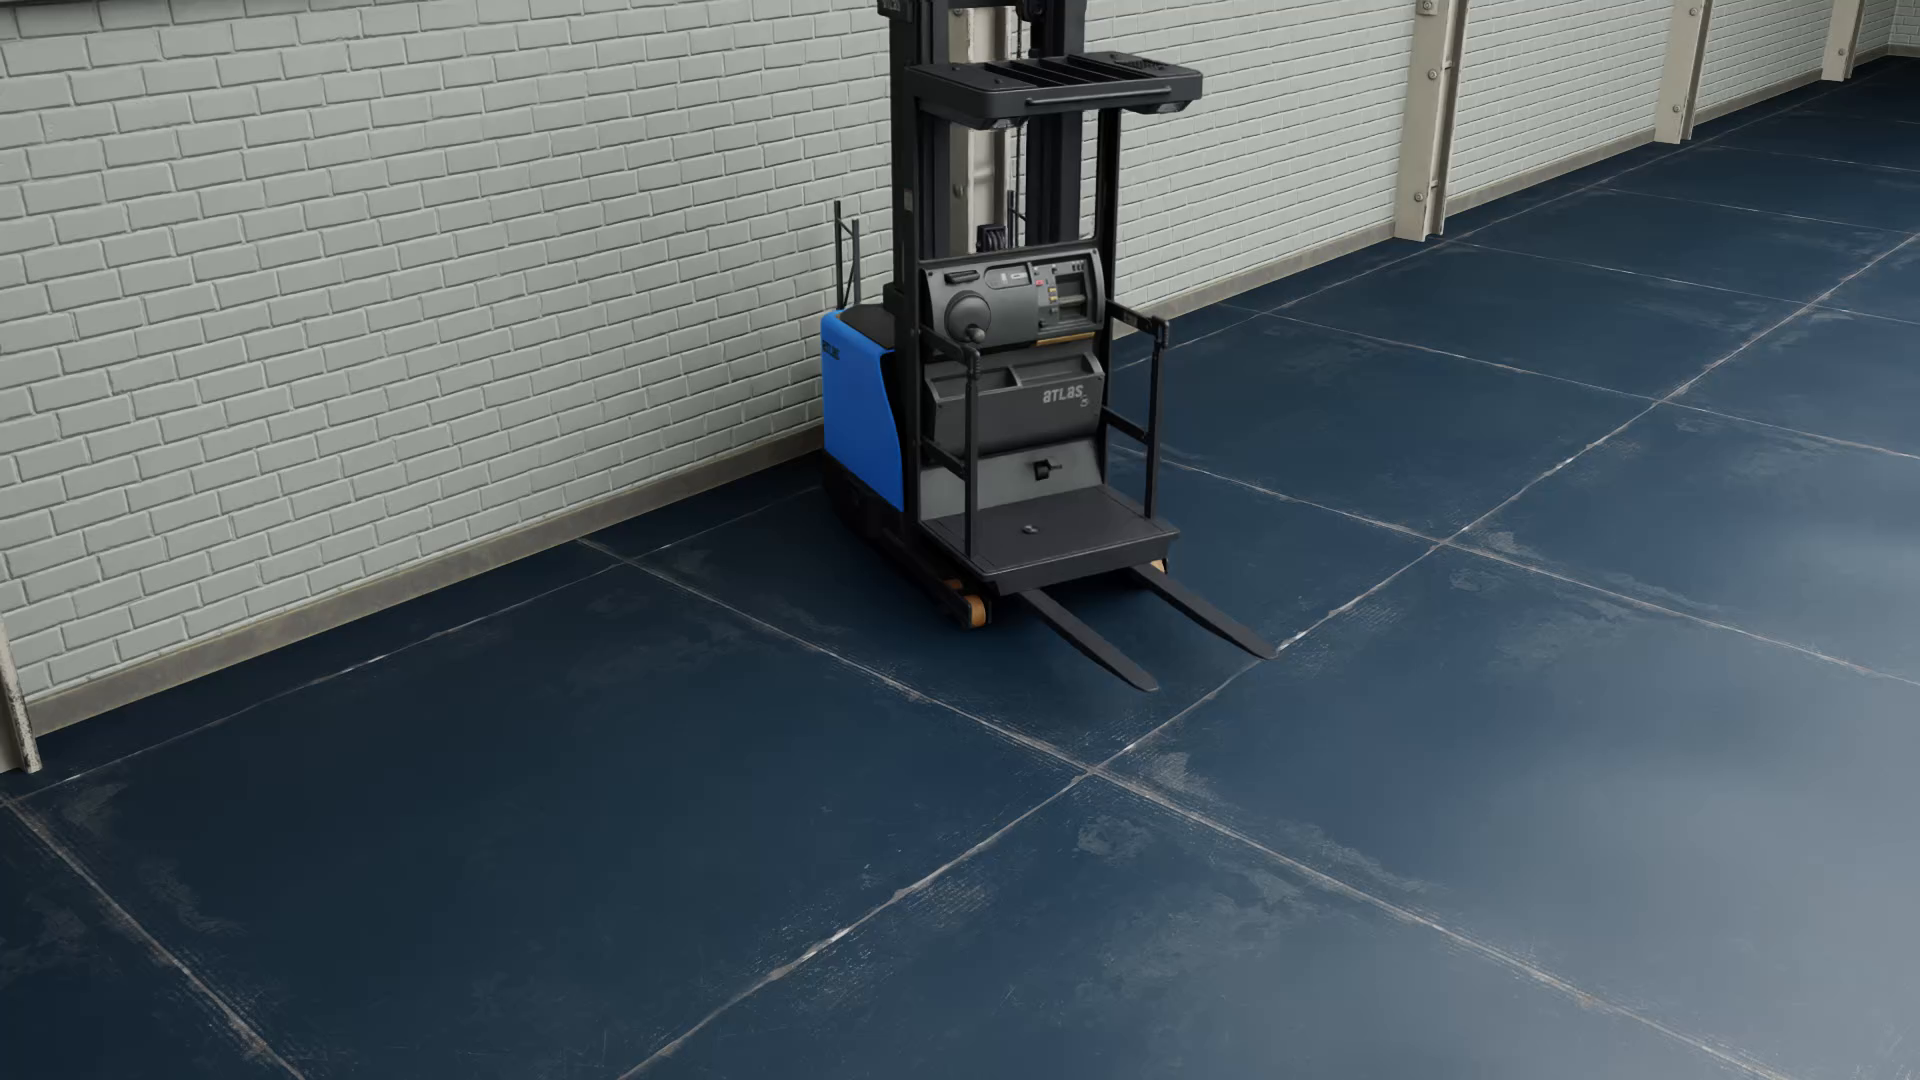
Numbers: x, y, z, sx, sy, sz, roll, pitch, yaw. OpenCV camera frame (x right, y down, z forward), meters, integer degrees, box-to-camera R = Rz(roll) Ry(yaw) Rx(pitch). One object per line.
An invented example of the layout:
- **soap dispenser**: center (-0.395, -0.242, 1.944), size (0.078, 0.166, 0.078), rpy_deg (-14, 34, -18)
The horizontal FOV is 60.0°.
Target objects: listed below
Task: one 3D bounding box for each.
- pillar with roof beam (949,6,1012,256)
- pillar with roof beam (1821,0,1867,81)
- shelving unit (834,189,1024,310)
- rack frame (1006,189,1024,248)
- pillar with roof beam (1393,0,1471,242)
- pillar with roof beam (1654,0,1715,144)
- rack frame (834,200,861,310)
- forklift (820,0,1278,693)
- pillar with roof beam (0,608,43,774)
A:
- **pillar with roof beam**: center (3.270, -3.820, 6.271), size (9.100, 9.000, 0.400), rpy_deg (20, 31, 38)
- **pillar with roof beam**: center (15.283, -9.304, 18.502), size (9.100, 9.000, 0.400), rpy_deg (20, 31, 38)
- **shelving unit**: center (-0.146, -1.184, 9.558), size (1.083, 1.500, 0.587), rpy_deg (-7, 25, -15)
- **rack frame**: center (0.351, -1.244, 9.691), size (0.032, 1.500, 0.500), rpy_deg (-7, 25, -15)
- **pillar with roof beam**: center (7.274, -5.648, 10.348), size (9.100, 9.000, 0.400), rpy_deg (20, 31, 38)
- **pillar with roof beam**: center (11.279, -7.476, 14.425), size (9.100, 9.000, 0.400), rpy_deg (20, 31, 38)
- **rack frame**: center (-0.625, -1.126, 9.429), size (0.032, 1.500, 0.500), rpy_deg (-7, 25, -15)
- **forklift**: center (0.367, -1.124, 7.675), size (1.130, 2.935, 3.031), rpy_deg (-12, 27, -25)
- **pillar with roof beam**: center (-0.735, -1.992, 2.194), size (9.100, 9.000, 0.400), rpy_deg (20, 31, 38)
